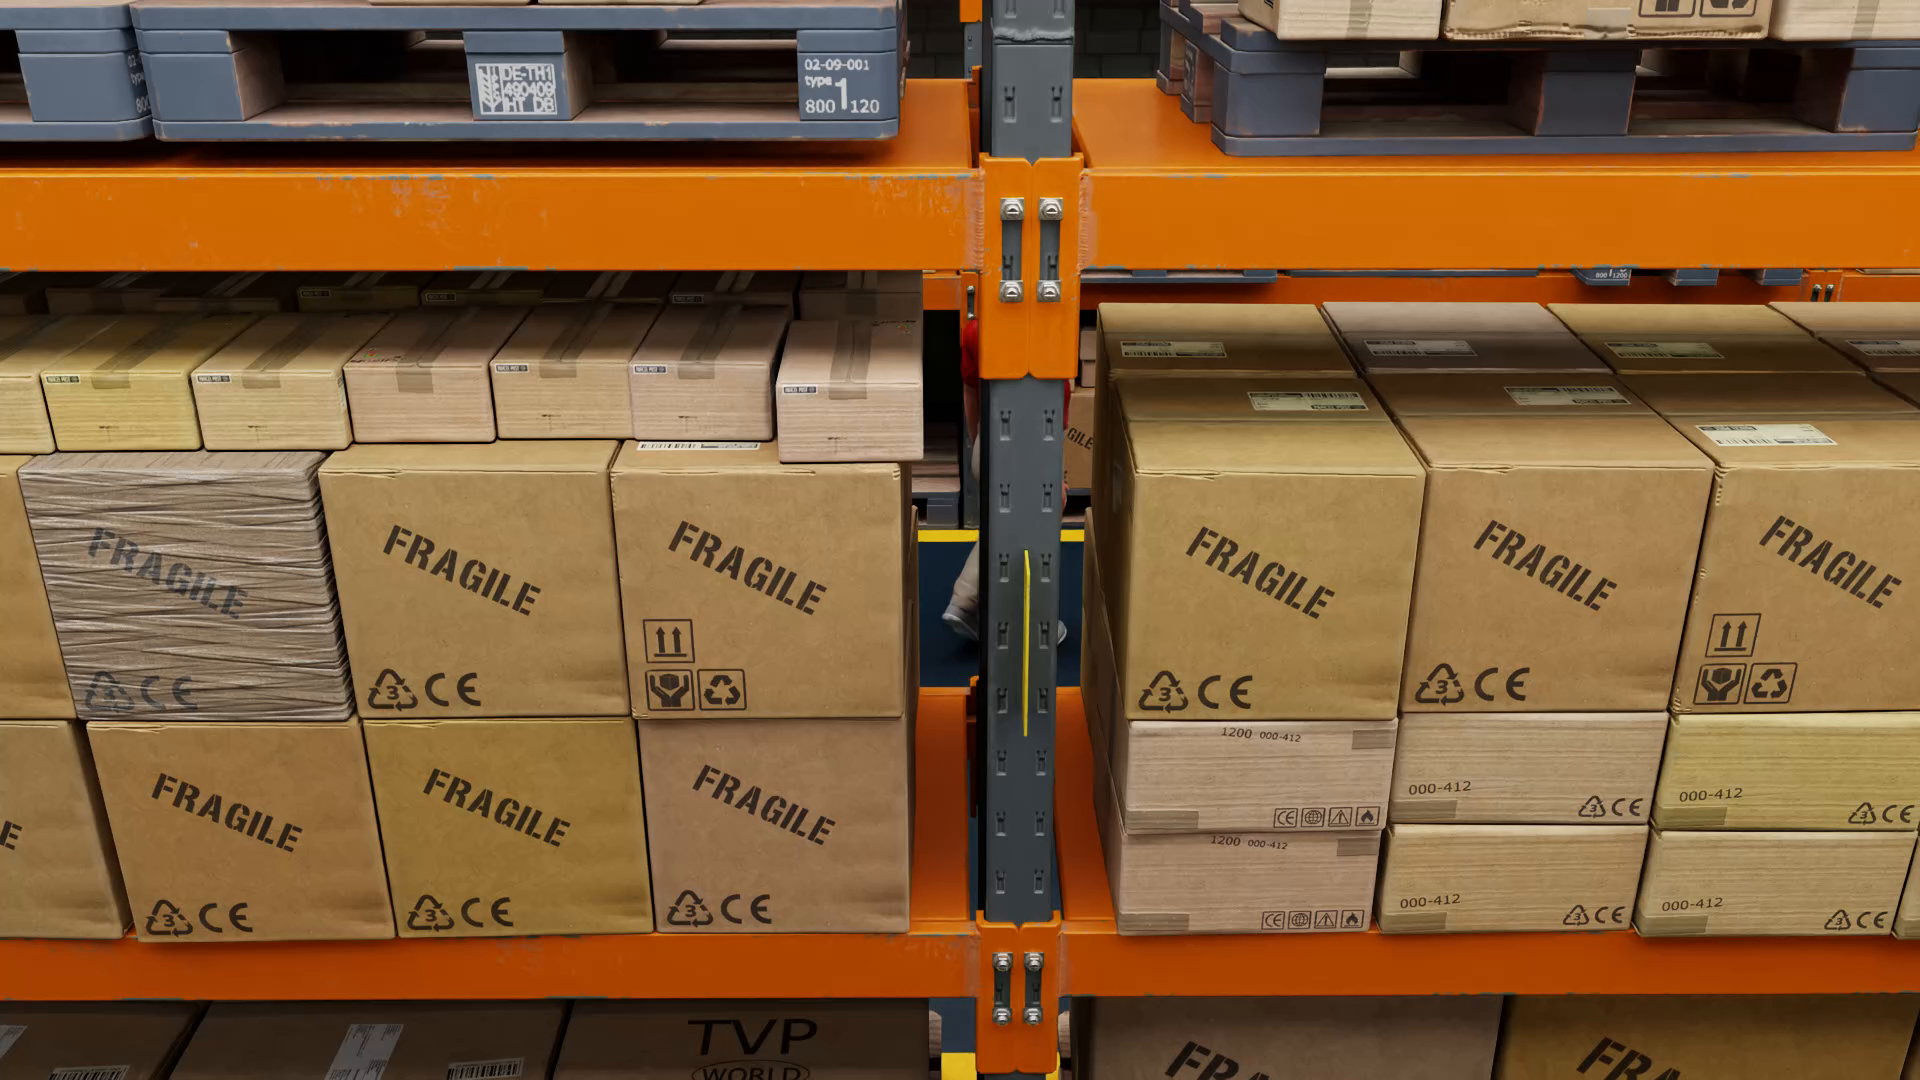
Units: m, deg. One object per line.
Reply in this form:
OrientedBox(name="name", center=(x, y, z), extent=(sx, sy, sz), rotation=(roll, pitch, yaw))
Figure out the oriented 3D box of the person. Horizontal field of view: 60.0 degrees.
OrientedBox(name="person", center=(0.244, -0.302, 6.801), extent=(0.530, 1.743, 0.560), rotation=(-19, 30, -36))
